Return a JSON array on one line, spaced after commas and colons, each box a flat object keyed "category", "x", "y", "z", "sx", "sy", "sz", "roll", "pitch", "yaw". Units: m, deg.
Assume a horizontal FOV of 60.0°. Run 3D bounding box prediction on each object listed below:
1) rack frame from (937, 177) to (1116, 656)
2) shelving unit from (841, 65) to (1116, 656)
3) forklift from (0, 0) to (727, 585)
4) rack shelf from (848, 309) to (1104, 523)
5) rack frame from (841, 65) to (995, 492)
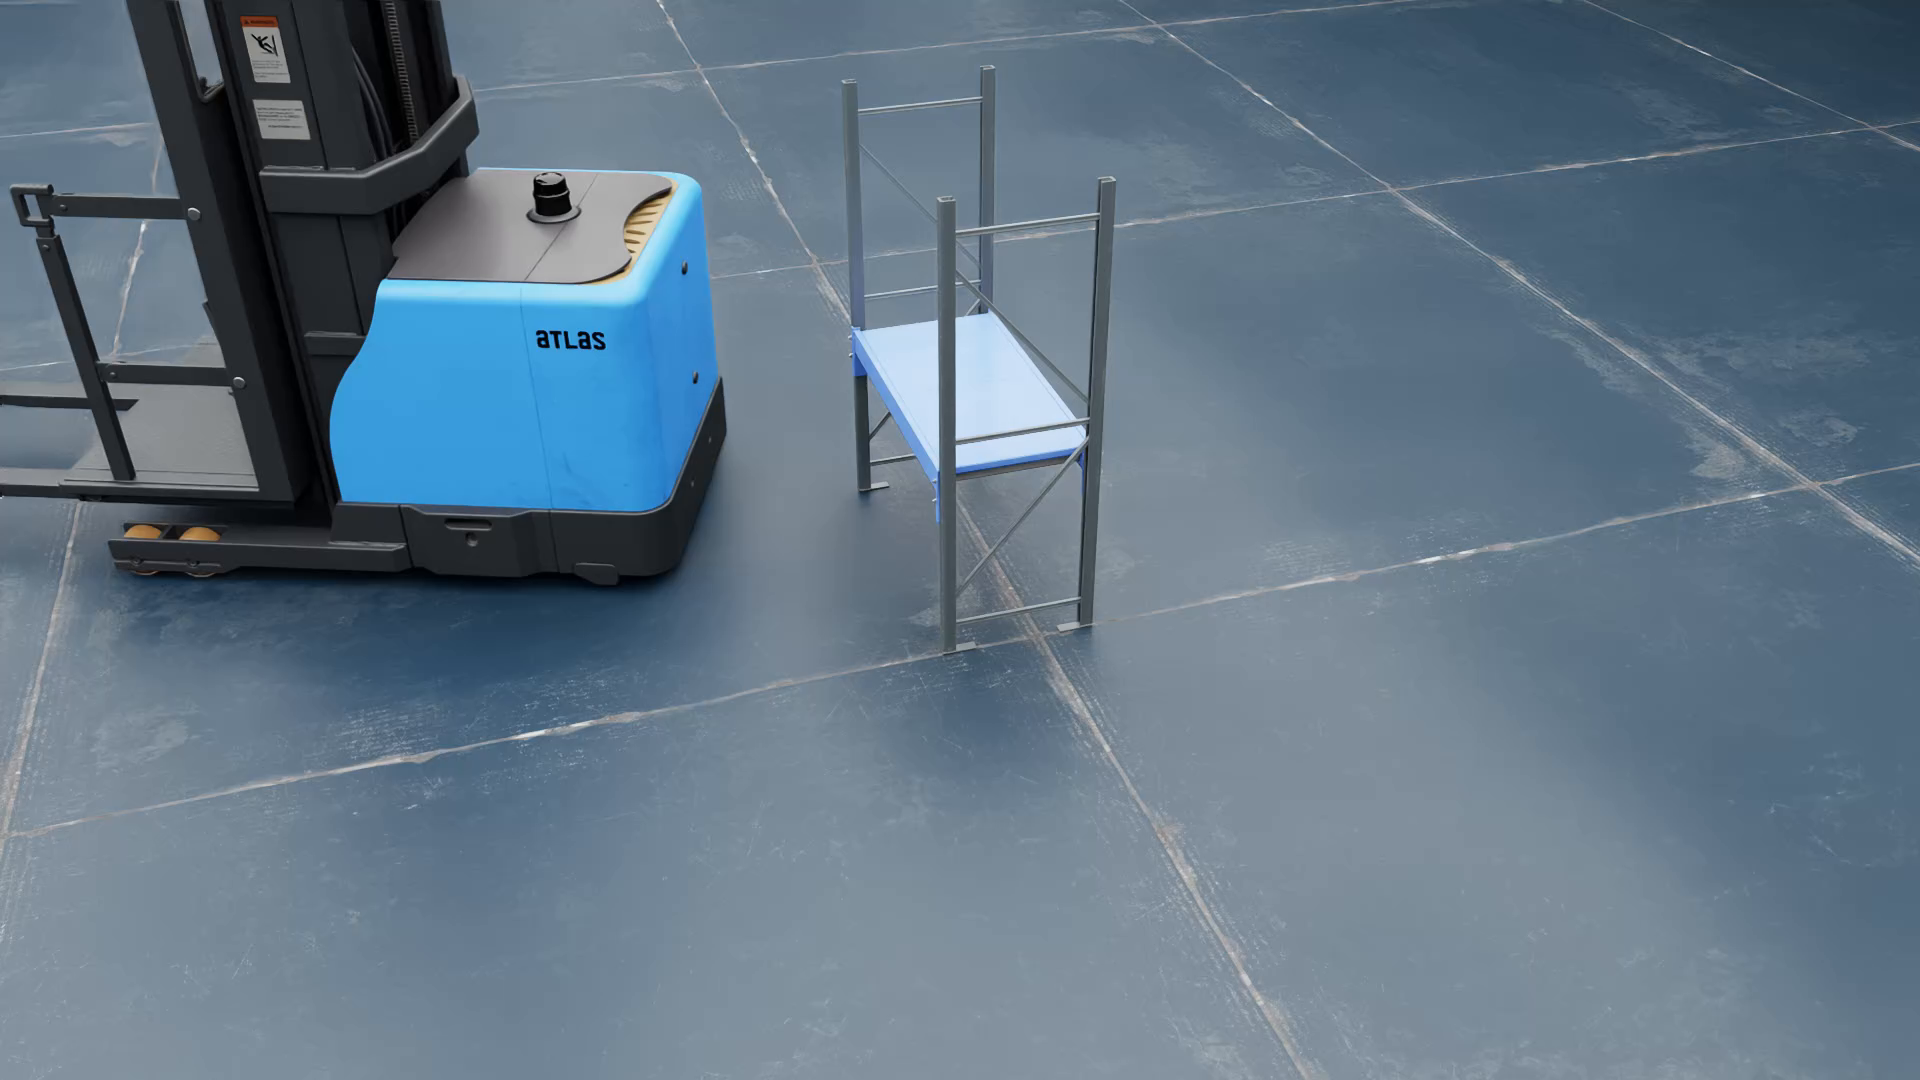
[{"category": "rack frame", "x": 0.181, "y": -0.314, "z": 4.865, "sx": 0.500, "sy": 1.500, "sz": 0.032, "roll": -10, "pitch": 35, "yaw": -15}, {"category": "shelving unit", "x": 0.026, "y": -0.581, "z": 5.269, "sx": 0.538, "sy": 1.500, "sz": 1.048, "roll": -10, "pitch": 35, "yaw": -15}, {"category": "forklift", "x": -2.413, "y": -1.386, "z": 5.189, "sx": 3.031, "sy": 2.935, "sz": 1.130, "roll": 2, "pitch": 34, "yaw": 3}, {"category": "rack shelf", "x": 0.026, "y": -0.431, "z": 5.368, "sx": 0.538, "sy": 0.185, "sz": 1.000, "roll": -10, "pitch": 35, "yaw": -15}, {"category": "rack frame", "x": -0.129, "y": -0.848, "z": 5.673, "sx": 0.500, "sy": 1.500, "sz": 0.032, "roll": -10, "pitch": 35, "yaw": -15}]
